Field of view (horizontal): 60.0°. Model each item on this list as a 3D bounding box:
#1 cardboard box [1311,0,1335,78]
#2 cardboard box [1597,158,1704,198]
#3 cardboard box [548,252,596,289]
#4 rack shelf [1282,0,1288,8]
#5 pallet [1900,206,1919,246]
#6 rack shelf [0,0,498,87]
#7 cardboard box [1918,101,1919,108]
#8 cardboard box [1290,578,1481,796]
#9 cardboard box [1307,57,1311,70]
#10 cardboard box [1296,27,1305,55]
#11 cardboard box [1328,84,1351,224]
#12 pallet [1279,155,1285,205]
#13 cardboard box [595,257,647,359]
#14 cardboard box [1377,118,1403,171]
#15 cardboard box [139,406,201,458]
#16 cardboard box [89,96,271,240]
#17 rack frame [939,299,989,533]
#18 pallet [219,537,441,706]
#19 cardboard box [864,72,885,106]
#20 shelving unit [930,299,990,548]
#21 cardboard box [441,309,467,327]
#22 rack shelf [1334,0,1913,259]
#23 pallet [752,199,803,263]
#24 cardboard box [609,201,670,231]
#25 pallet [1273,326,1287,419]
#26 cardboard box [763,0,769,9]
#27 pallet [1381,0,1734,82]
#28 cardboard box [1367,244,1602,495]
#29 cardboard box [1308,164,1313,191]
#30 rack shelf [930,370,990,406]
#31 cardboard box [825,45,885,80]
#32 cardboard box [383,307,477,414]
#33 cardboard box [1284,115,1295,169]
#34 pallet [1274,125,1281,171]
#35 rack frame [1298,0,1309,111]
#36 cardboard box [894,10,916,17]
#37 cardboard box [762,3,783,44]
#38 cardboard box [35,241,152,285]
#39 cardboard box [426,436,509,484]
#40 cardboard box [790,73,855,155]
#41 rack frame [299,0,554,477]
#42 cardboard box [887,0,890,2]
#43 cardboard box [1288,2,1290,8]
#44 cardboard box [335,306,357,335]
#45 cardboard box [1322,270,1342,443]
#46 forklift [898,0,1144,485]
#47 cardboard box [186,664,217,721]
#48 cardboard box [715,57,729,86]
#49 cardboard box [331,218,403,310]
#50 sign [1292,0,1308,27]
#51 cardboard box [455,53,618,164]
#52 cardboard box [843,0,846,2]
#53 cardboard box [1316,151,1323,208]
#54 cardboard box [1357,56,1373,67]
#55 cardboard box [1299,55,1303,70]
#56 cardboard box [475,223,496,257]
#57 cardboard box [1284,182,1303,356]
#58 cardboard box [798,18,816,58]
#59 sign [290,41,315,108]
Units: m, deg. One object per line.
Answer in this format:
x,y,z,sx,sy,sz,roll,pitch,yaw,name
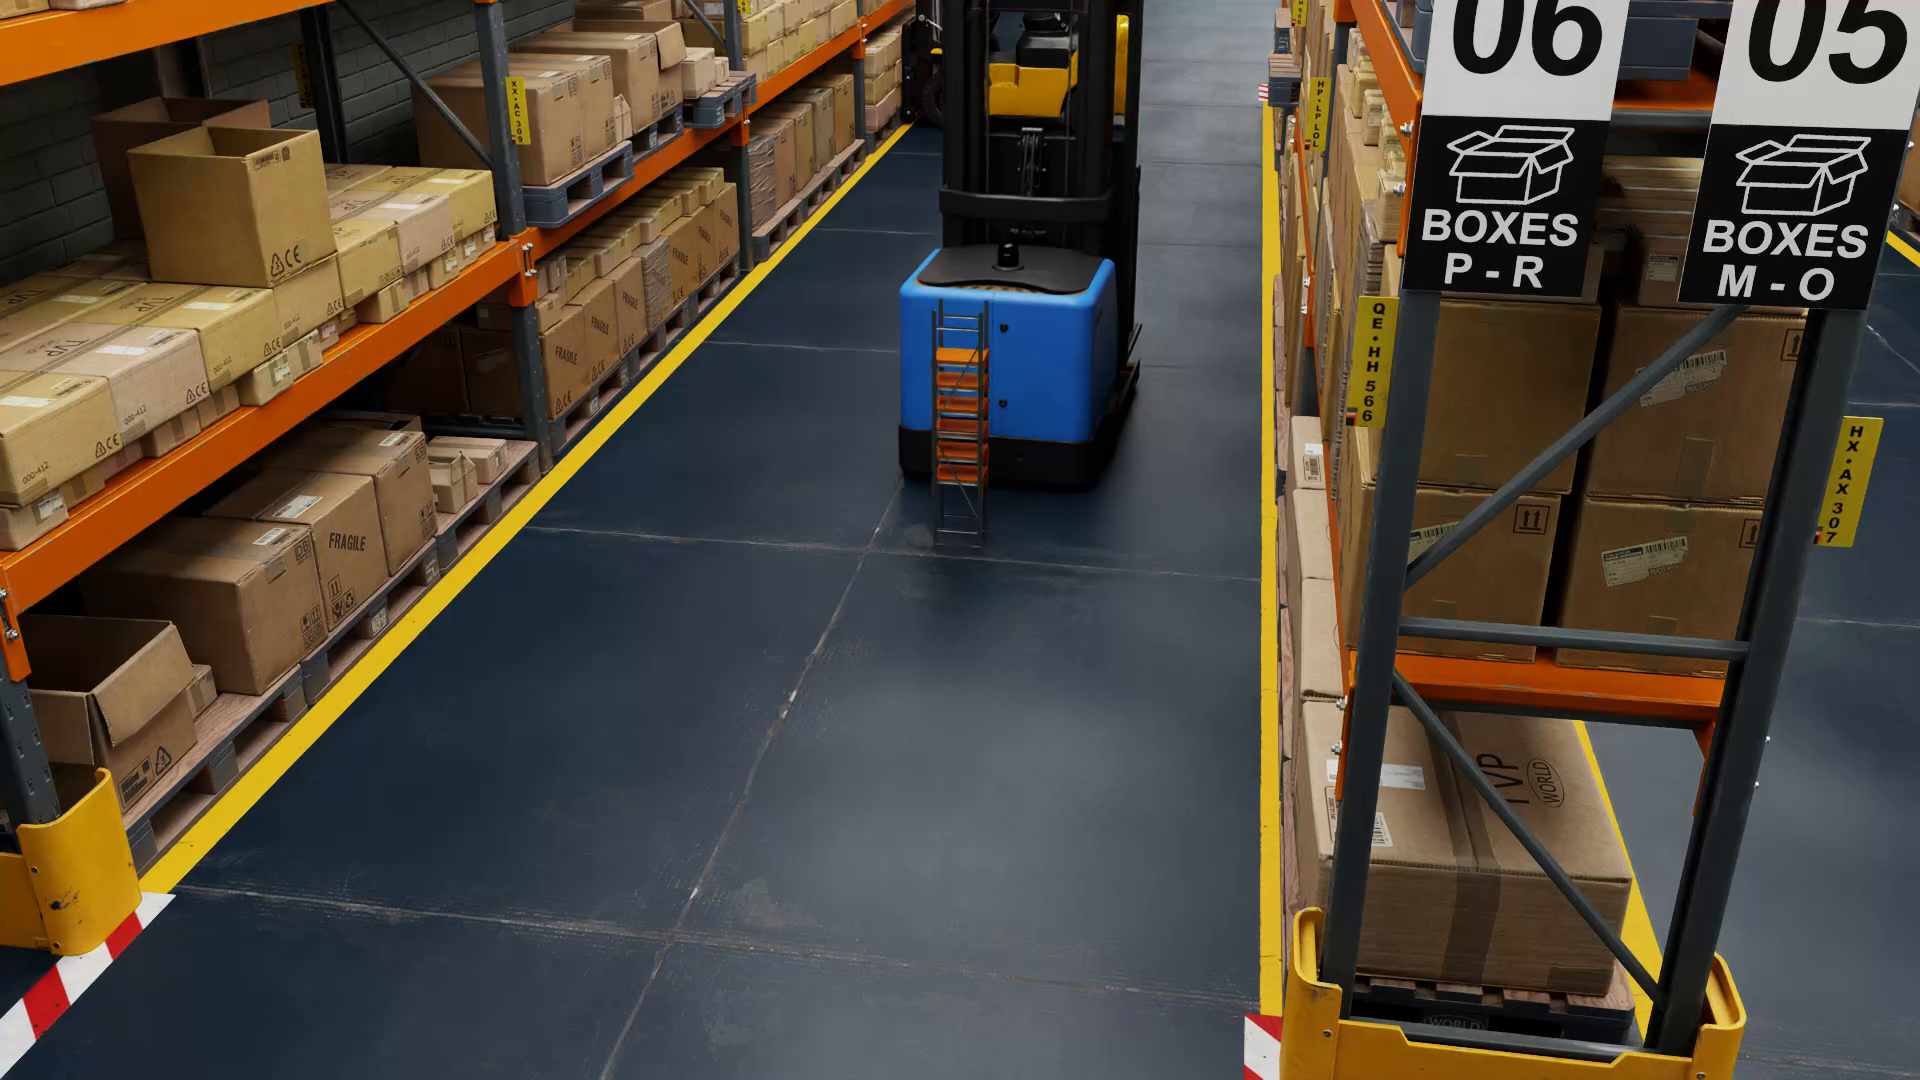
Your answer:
2.248,-2.767,9.326,0.500,0.500,0.500,4,25,9,cardboard box
2.004,-0.995,4.774,0.380,0.149,0.250,3,25,7,cardboard box
-2.373,-1.590,9.797,0.380,0.149,0.250,4,25,8,cardboard box
3.807,-5.276,16.832,1.077,0.370,4.000,4,25,9,rack shelf
8.131,-2.362,13.048,1.003,0.211,1.213,4,25,9,pallet
-3.052,-1.958,6.206,1.077,0.370,4.000,4,25,9,rack shelf
8.368,-3.370,14.070,1.050,0.750,0.750,4,25,8,cardboard box
1.670,0.557,6.048,0.875,0.438,0.875,5,25,10,cardboard box
2.415,-2.840,10.367,0.500,0.250,0.500,5,25,10,cardboard box
2.627,-3.672,11.593,0.500,0.500,0.500,3,25,7,cardboard box
1.767,-1.525,6.671,0.500,0.500,0.500,4,25,8,cardboard box
3.354,-3.177,14.788,1.003,0.211,1.213,4,25,9,pallet
-2.260,-1.439,10.238,0.500,0.500,0.500,3,25,7,cardboard box
1.535,-1.240,5.298,0.380,0.149,0.250,5,25,10,cardboard box
-2.948,-0.417,5.899,0.380,0.149,0.250,5,26,10,cardboard box
-3.231,-1.564,6.994,0.500,0.500,0.500,3,25,7,cardboard box
0.017,-0.588,8.090,0.240,1.200,0.006,4,25,9,rack frame
-3.035,0.300,7.360,1.003,0.211,1.213,4,25,9,pallet
-1.034,-4.460,16.399,0.500,0.250,0.500,4,25,8,cardboard box
0.002,-0.549,8.009,0.258,1.200,0.189,4,25,9,shelving unit
-2.949,-1.288,9.151,0.380,0.149,0.250,3,25,6,cardboard box
1.846,-1.616,5.474,1.077,0.370,4.000,4,25,9,rack shelf
-1.898,-2.514,13.371,1.003,0.211,1.213,4,25,9,pallet
-2.131,-2.128,10.945,0.380,0.149,0.250,4,25,8,cardboard box
2.422,-0.996,10.130,1.003,0.211,1.213,4,25,9,pallet
-1.669,-4.108,12.605,0.380,0.149,0.250,5,25,10,cardboard box
1.630,-1.376,4.218,1.003,0.211,1.213,4,25,9,pallet
1.363,-0.463,4.403,0.500,0.500,0.500,5,26,10,cardboard box
2.183,-1.979,9.117,0.500,0.250,0.500,3,25,7,cardboard box
0.002,-0.727,7.926,0.258,0.103,0.180,4,25,9,rack shelf
-1.029,-4.686,16.292,0.500,0.250,0.500,4,25,8,cardboard box
-2.936,-1.046,9.399,0.500,0.500,0.500,4,25,8,cardboard box
3.397,-3.546,14.892,0.950,0.372,0.625,4,25,9,cardboard box
3.555,-3.786,16.089,1.003,0.211,1.213,4,25,9,pallet
2.827,-3.093,11.319,1.000,3.000,0.127,4,25,9,rack frame
-0.609,-5.750,18.565,0.500,0.250,0.500,4,25,9,cardboard box
-1.674,-3.971,12.783,0.500,0.250,0.500,5,26,10,cardboard box
-3.308,-1.008,6.690,0.500,0.250,0.500,4,25,8,cardboard box
-2.526,-0.408,8.450,0.380,0.149,0.250,3,25,7,cardboard box
-1.491,-4.004,15.571,0.875,0.625,0.625,5,26,11,cardboard box
-2.725,-1.762,8.476,1.000,3.000,0.127,4,25,9,rack frame
-0.937,-5.751,16.881,0.500,0.500,0.500,4,25,8,cardboard box
3.395,-5.232,16.187,0.380,0.149,0.250,4,25,8,cardboard box
-2.804,-0.960,7.058,0.380,0.149,0.250,4,25,9,cardboard box
1.580,-0.654,5.990,0.500,0.500,0.500,5,26,10,cardboard box
0.495,-2.213,9.521,1.130,2.935,3.031,5,26,11,forklift
-3.077,0.588,6.324,0.380,0.149,0.250,3,25,6,cardboard box
-1.800,-3.210,11.371,0.380,0.149,0.250,4,25,9,cardboard box
-2.729,-1.181,7.060,0.500,0.250,0.500,4,25,8,cardboard box
2.290,-3.615,11.162,0.100,0.325,0.005,4,25,9,sign
-2.340,-2.401,9.228,0.700,0.500,0.500,4,25,9,cardboard box
-1.245,-5.043,15.073,0.500,0.250,0.500,3,25,7,cardboard box
2.005,-1.779,8.100,0.500,0.250,0.500,4,25,8,cardboard box
1.738,-1.780,6.451,0.380,0.149,0.250,4,25,8,cardboard box
2.620,-3.440,11.861,0.380,0.149,0.250,4,25,9,cardboard box
-2.528,-1.497,8.207,0.380,0.149,0.250,4,25,9,cardboard box
2.482,-1.665,10.279,0.875,0.875,0.875,4,25,9,cardboard box
-1.507,-4.178,13.815,0.500,0.250,0.500,5,26,10,cardboard box
-3.273,-2.323,8.309,0.100,0.325,0.005,4,25,9,sign
